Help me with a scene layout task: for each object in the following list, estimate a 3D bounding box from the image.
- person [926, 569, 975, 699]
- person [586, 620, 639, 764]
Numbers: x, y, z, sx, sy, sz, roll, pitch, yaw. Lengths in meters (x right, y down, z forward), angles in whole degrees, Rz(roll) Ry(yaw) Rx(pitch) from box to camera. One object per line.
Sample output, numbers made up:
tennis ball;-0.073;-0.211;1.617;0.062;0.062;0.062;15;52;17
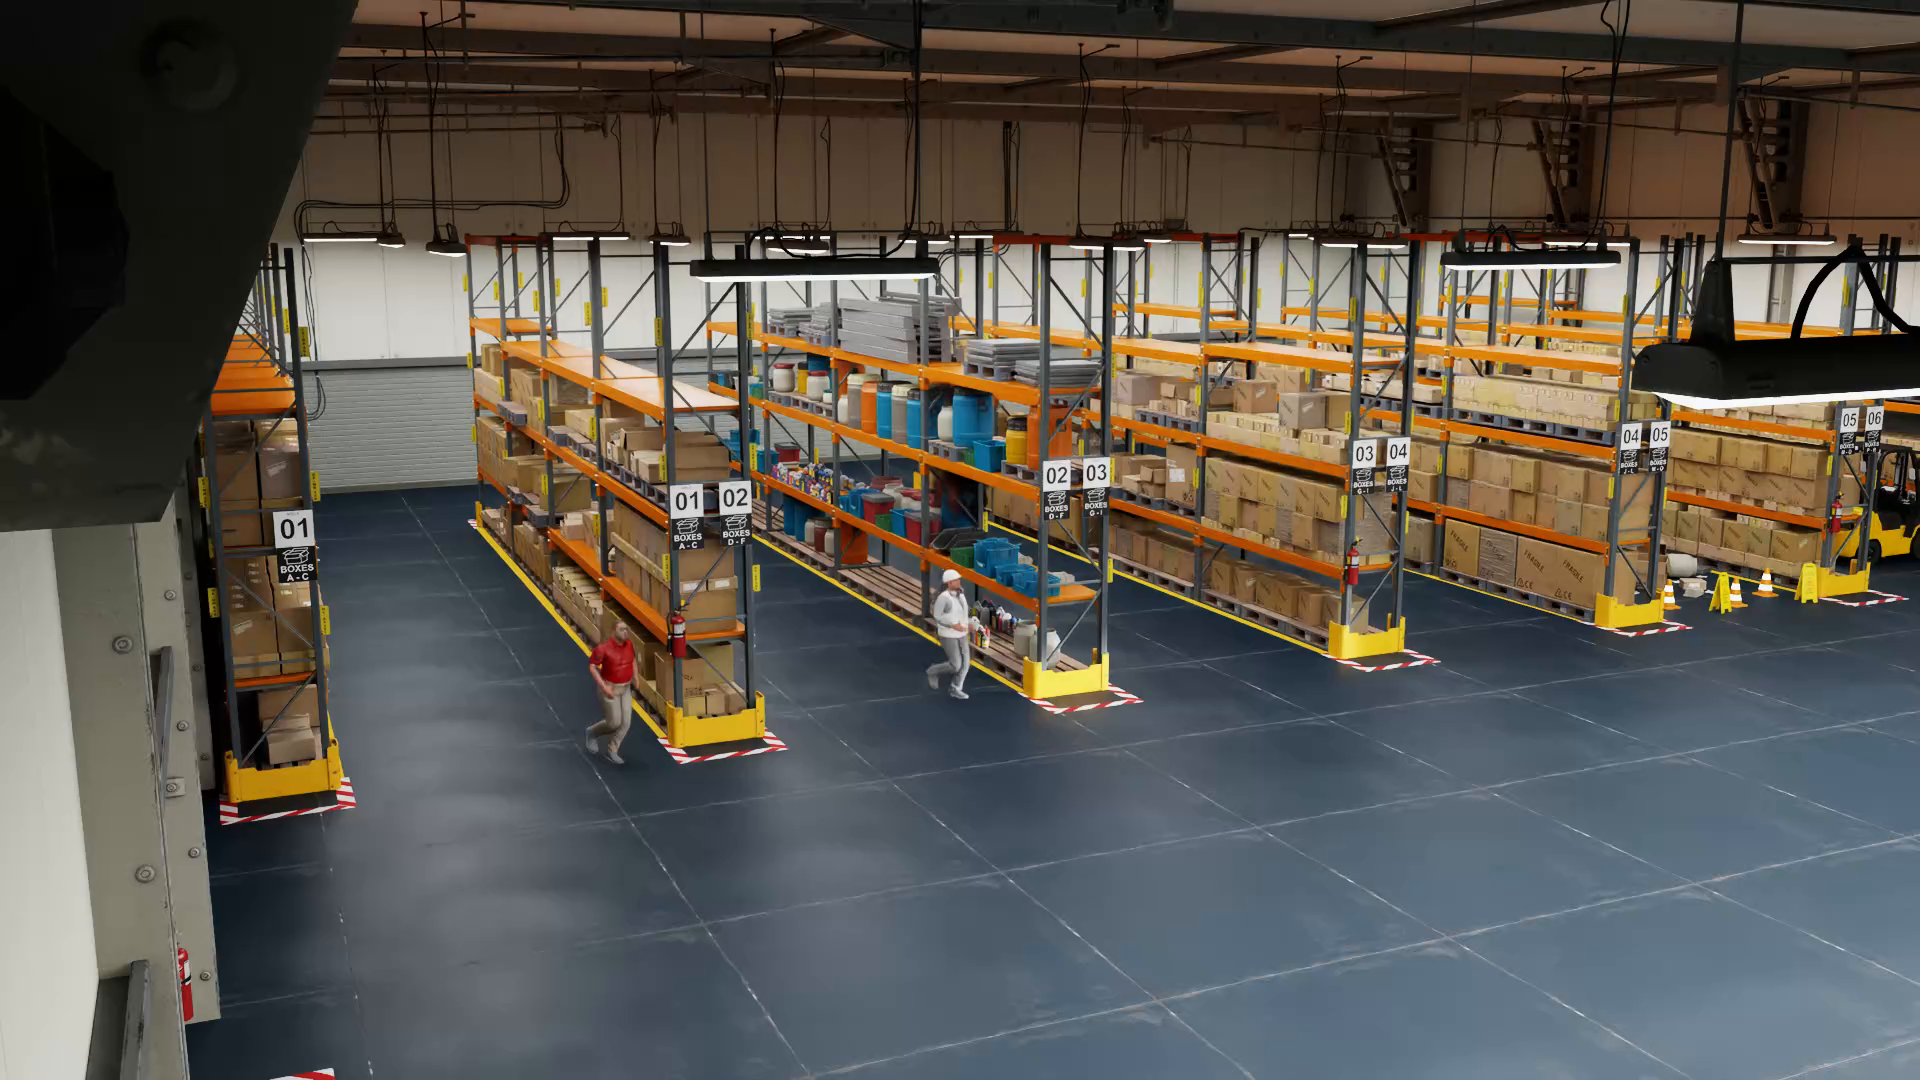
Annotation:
person;-0.115;1.236;22.084;0.655;1.730;0.654;7;13;34
person;-4.093;1.771;19.695;0.593;1.694;0.678;8;14;36
